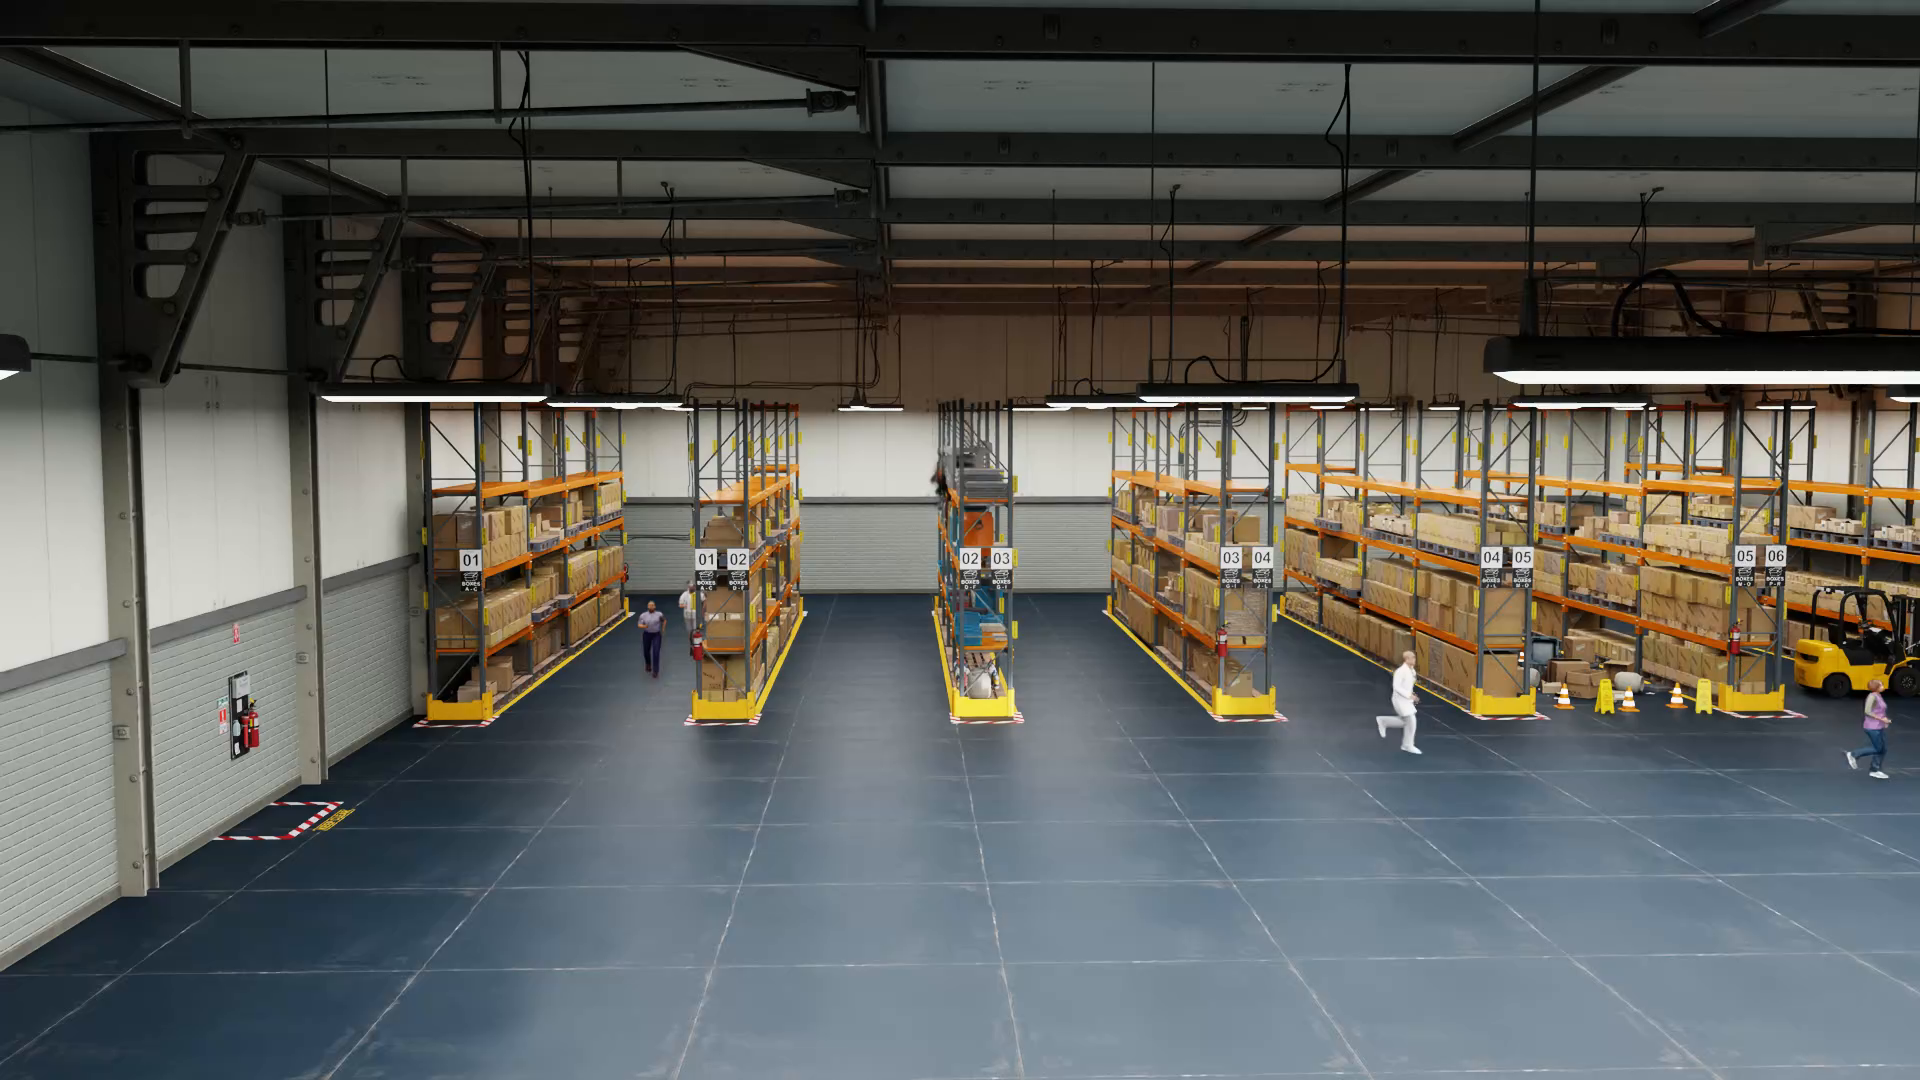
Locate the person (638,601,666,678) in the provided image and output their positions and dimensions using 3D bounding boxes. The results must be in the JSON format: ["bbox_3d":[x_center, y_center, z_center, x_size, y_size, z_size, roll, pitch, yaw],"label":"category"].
[{"bbox_3d":[-6.708,2.135,36.228,0.607,1.632,0.921,-1,4,-8],"label":"person"}]

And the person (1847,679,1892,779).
[{"bbox_3d":[14.354,2.955,26.196,0.625,1.559,0.542,4,6,41],"label":"person"}]

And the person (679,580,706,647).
[{"bbox_3d":[-6.346,1.862,39.440,0.640,1.847,0.795,0,4,-1],"label":"person"}]

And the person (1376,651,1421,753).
[{"bbox_3d":[7.447,2.739,28.225,0.775,1.747,0.738,3,5,30],"label":"person"}]
